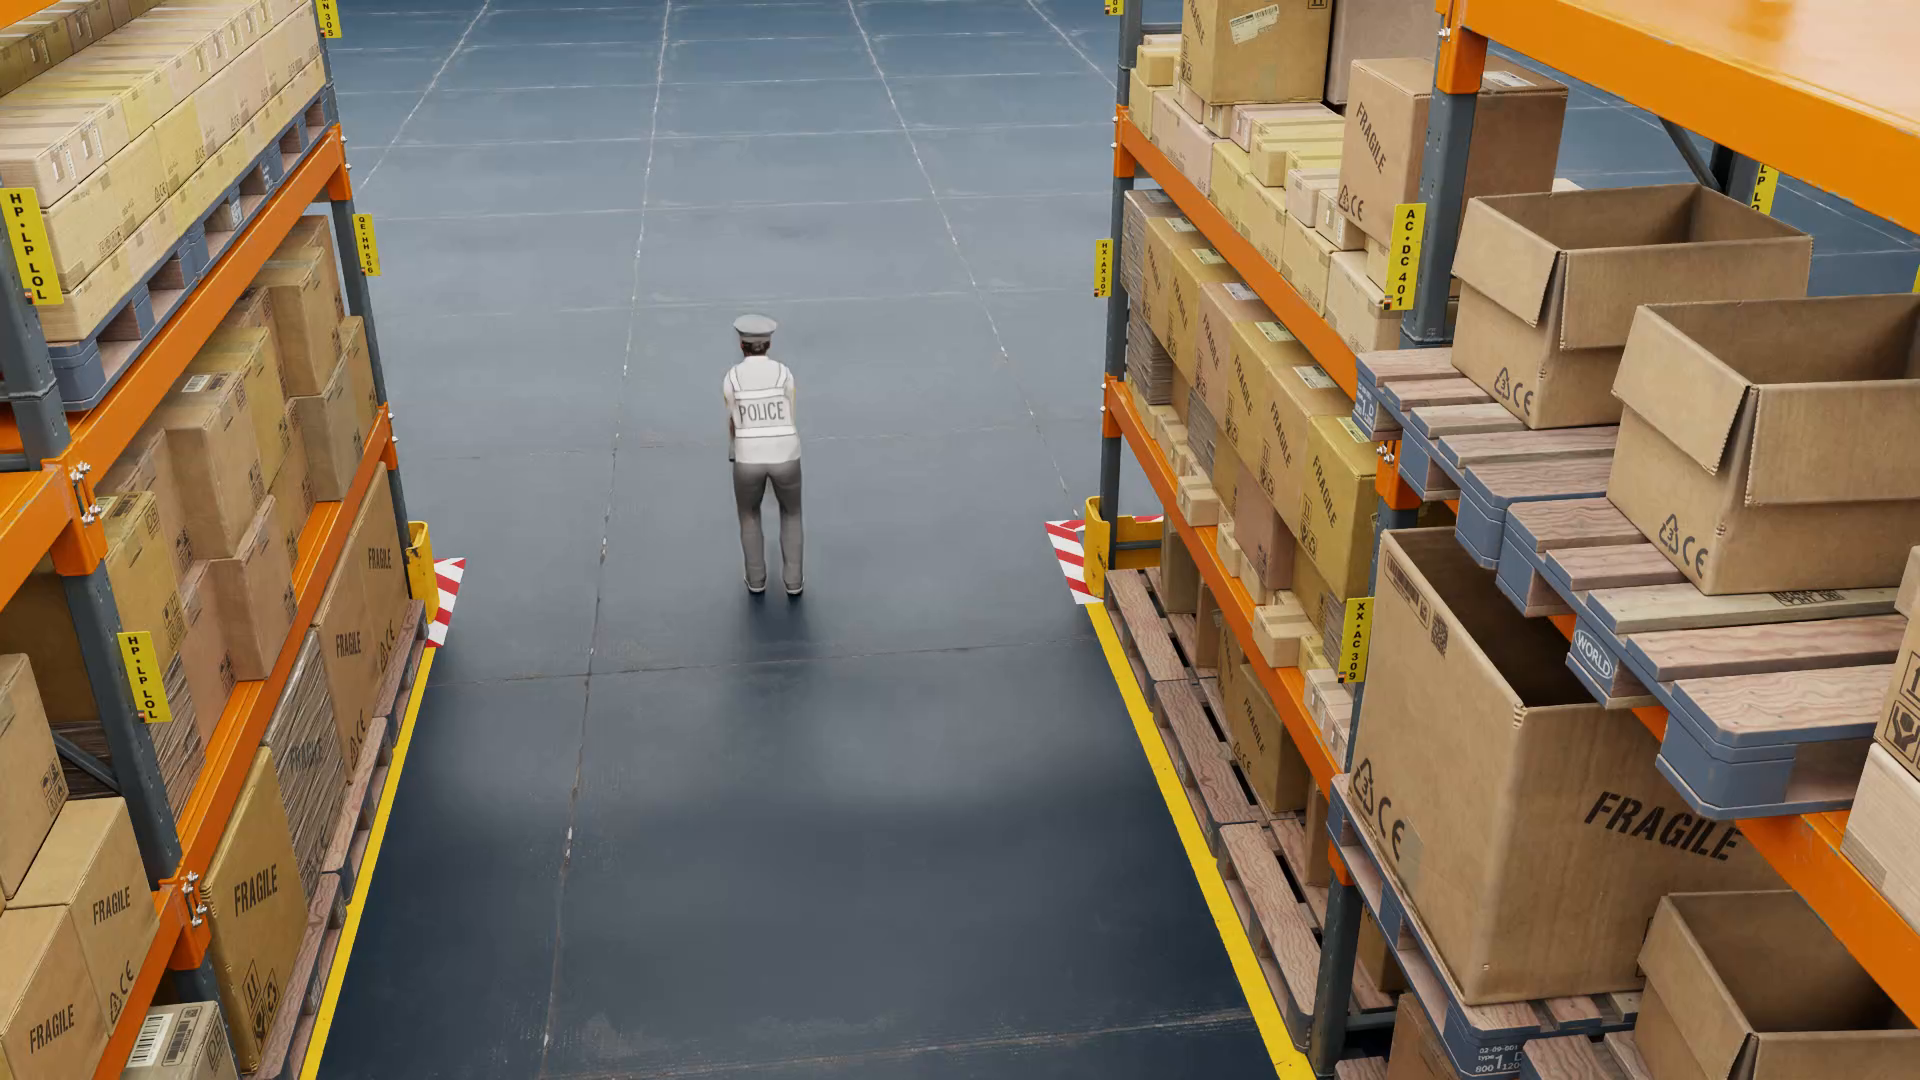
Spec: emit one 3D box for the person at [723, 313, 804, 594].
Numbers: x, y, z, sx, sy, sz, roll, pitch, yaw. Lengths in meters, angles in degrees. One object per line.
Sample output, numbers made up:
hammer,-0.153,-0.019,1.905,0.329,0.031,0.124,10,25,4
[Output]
person,-1.127,-0.469,9.581,0.414,1.623,0.561,-4,28,-8
